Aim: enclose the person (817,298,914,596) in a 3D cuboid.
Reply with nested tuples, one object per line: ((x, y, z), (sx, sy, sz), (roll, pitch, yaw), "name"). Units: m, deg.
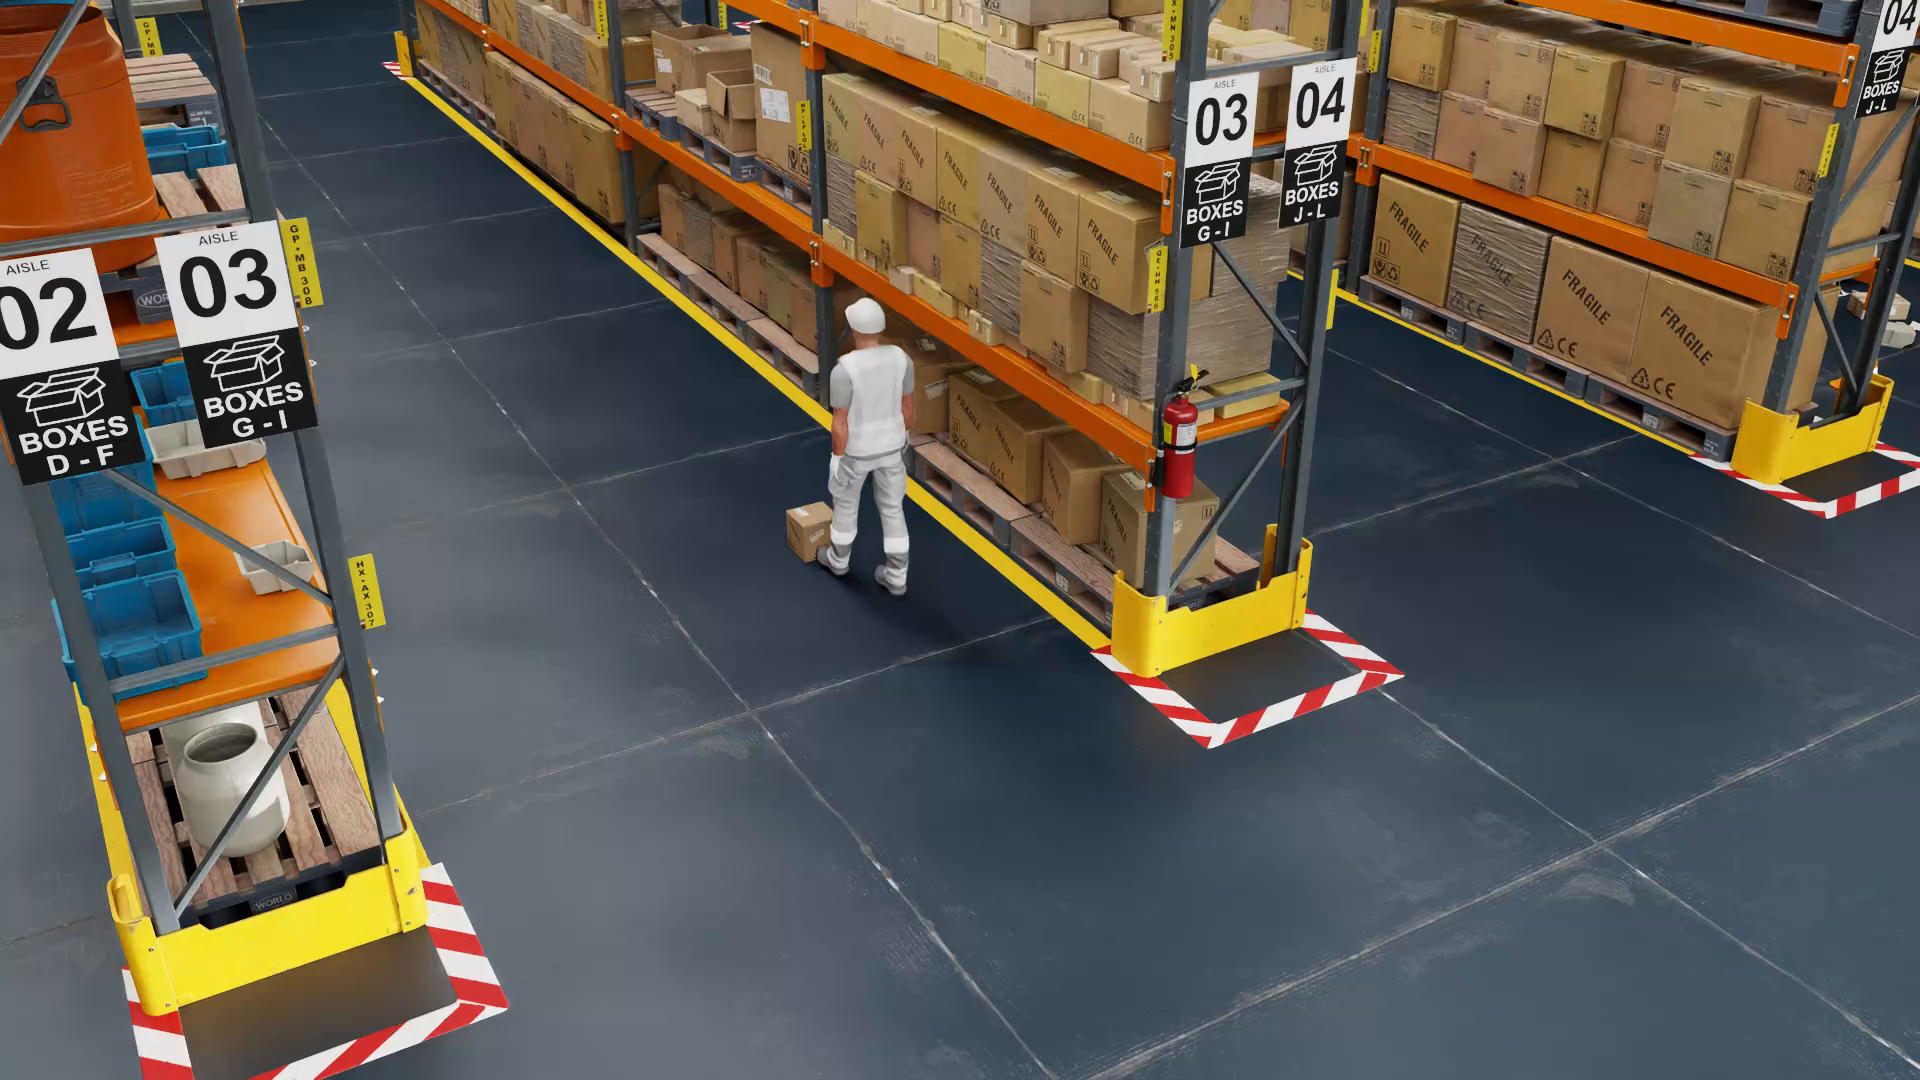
((-0.559, -0.579, 9.570), (0.549, 1.781, 0.668), (-13, 31, -22), "person")
